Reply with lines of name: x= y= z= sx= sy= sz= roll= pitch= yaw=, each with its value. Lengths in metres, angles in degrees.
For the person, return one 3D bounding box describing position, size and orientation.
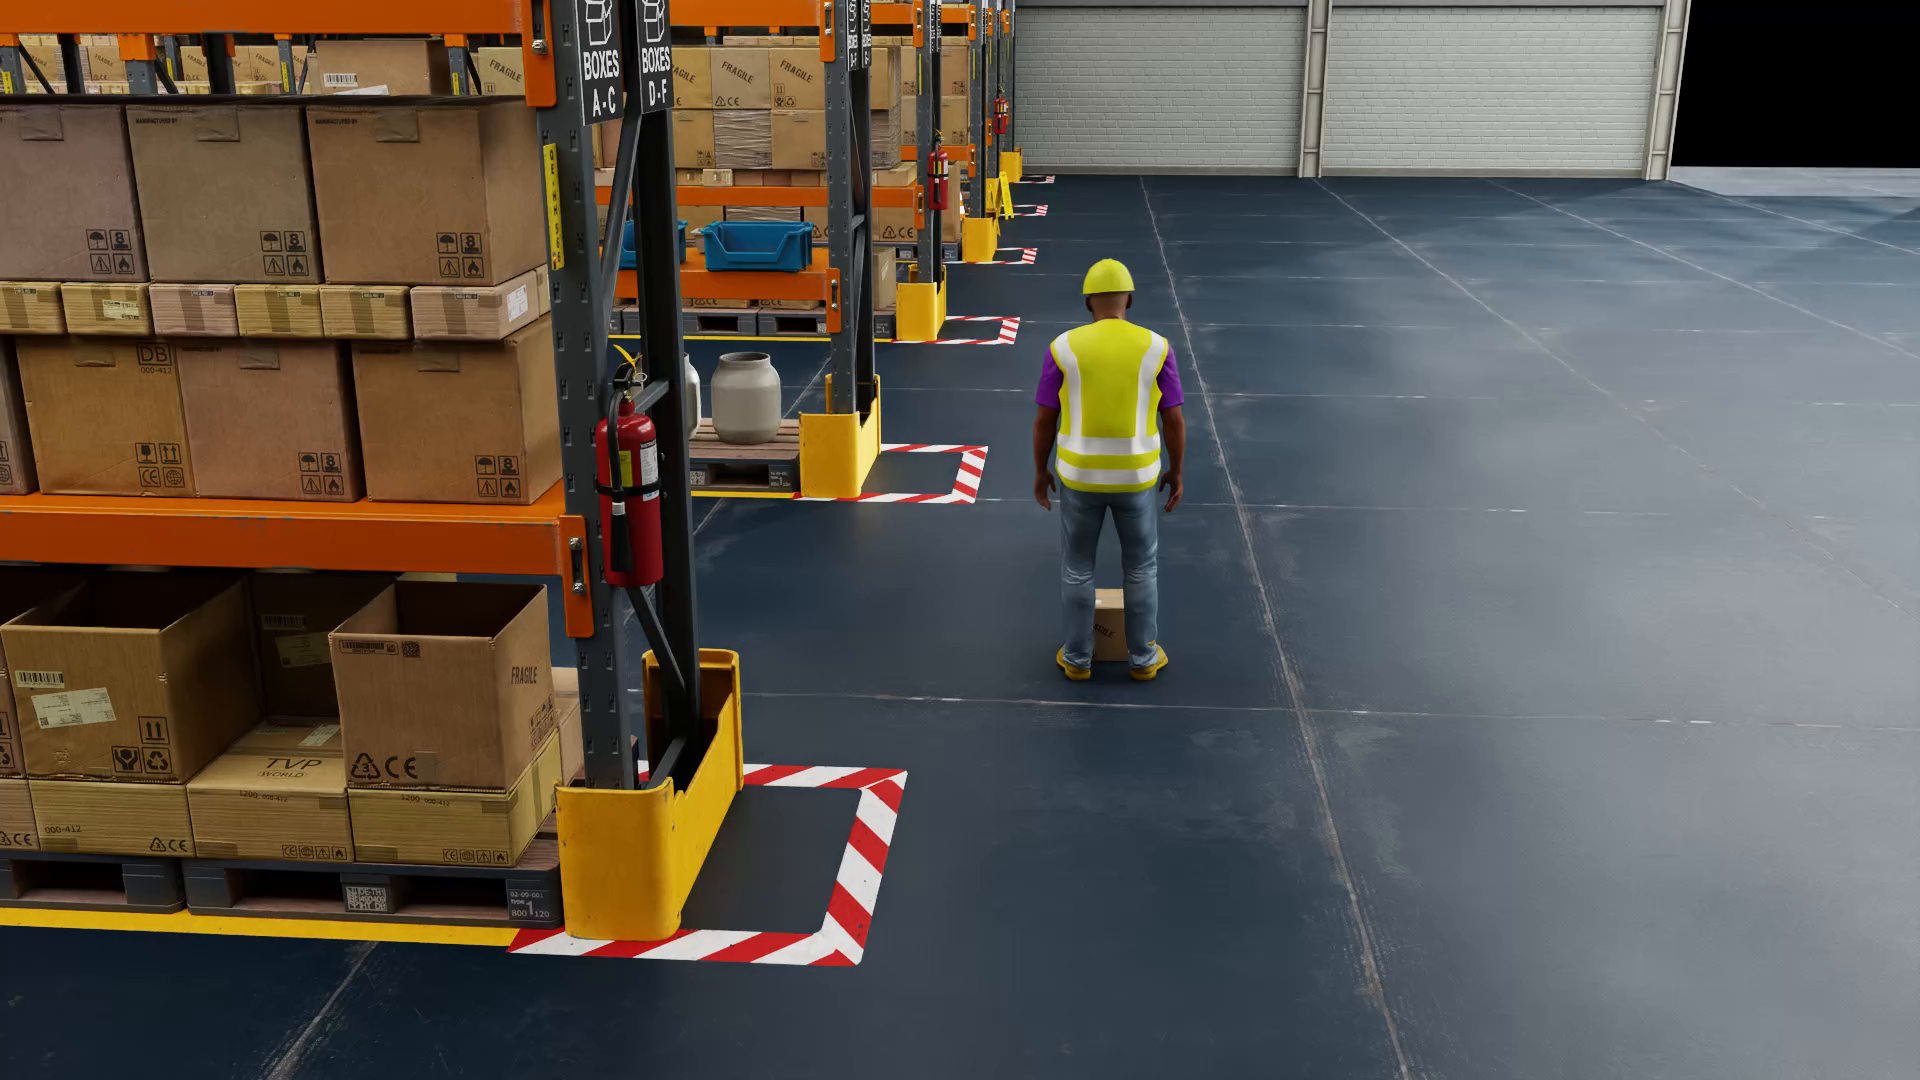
person: x=0.616 y=-0.278 z=6.904 sx=0.626 sy=1.761 sz=0.458 roll=1 pitch=17 yaw=4
